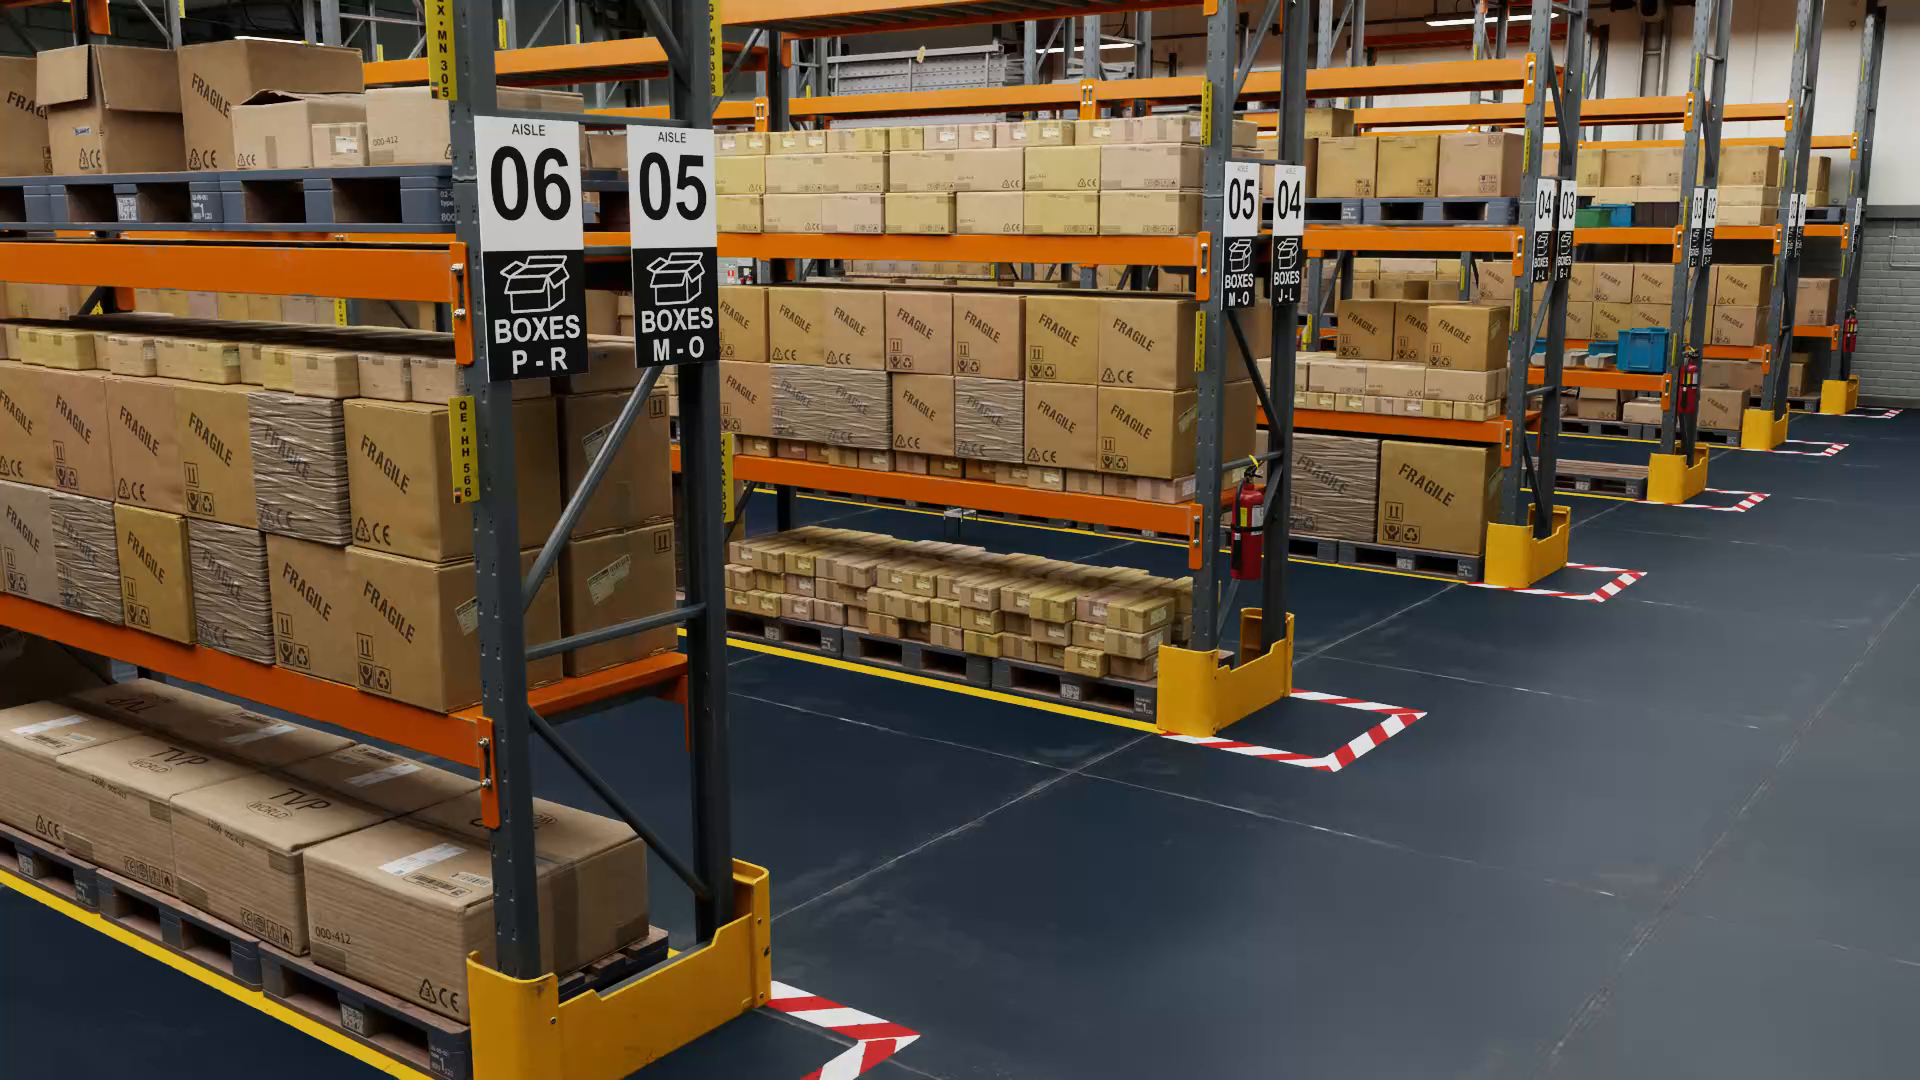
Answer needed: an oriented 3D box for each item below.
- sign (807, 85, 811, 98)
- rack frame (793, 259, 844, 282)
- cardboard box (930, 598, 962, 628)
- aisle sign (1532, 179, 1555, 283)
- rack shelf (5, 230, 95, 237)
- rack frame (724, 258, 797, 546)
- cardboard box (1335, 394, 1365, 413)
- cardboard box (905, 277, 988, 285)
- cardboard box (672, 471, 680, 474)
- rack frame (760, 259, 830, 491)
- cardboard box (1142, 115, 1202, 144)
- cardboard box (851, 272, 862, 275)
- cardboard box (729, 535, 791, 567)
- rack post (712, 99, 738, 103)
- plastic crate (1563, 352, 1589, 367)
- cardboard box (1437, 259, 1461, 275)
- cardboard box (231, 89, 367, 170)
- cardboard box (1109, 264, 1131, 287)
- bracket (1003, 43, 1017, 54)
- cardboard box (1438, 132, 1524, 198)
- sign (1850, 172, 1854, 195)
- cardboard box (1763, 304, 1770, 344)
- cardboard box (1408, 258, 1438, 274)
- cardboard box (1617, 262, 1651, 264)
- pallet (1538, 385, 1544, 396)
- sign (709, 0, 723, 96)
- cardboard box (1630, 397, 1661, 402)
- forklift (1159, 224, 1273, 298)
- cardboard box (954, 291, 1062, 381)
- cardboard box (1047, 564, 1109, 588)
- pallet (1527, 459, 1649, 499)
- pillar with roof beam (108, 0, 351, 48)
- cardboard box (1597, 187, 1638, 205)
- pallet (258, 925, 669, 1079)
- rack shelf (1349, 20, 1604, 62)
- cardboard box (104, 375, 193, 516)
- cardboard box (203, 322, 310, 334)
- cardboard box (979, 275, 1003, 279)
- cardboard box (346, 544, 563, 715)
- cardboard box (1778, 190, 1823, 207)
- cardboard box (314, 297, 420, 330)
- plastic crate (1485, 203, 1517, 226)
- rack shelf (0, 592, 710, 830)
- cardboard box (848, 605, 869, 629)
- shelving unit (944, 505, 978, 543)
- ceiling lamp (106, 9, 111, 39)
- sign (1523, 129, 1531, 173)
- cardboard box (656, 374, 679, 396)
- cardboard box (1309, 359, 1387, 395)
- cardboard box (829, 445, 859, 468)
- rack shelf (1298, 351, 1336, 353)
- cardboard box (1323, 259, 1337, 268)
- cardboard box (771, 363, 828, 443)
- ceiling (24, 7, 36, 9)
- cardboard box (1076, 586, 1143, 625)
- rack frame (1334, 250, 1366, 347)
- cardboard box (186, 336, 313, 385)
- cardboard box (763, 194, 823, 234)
[{"bbox_3d":[-2.688,-7.905,29.541,0.005,0.325,0.100,8,13,36],"label":"sign"},{"bbox_3d":[-2.066,-3.300,24.408,0.127,3.000,1.000,8,13,36],"label":"rack frame"},{"bbox_3d":[0.022,0.441,10.688,0.250,0.149,0.380,9,14,38],"label":"cardboard box"},{"bbox_3d":[4.555,-2.415,12.989,0.004,0.787,0.394,8,13,36],"label":"aisle sign"},{"bbox_3d":[-9.627,-3.138,17.568,4.000,0.370,1.077,8,13,36],"label":"rack shelf"},{"bbox_3d":[-1.567,-0.894,11.974,0.127,3.000,1.000,8,13,36],"label":"rack frame"},{"bbox_3d":[3.369,-1.173,14.078,0.250,0.149,0.380,8,13,34],"label":"cardboard box"},{"bbox_3d":[-0.126,-2.400,16.856,0.637,0.503,0.797,8,14,37],"label":"cardboard box"},{"bbox_3d":[-2.437,-0.424,13.046,0.500,0.250,0.500,8,14,37],"label":"cardboard box"},{"bbox_3d":[-1.773,-2.092,18.164,0.127,3.000,1.000,8,13,36],"label":"rack frame"},{"bbox_3d":[1.215,-2.277,9.254,0.250,0.149,0.380,8,13,35],"label":"cardboard box"},{"bbox_3d":[-1.751,-4.740,29.884,0.250,0.149,0.380,8,14,36],"label":"cardboard box"},{"bbox_3d":[-1.412,0.078,11.784,0.250,0.149,0.380,9,14,38],"label":"cardboard box"},{"bbox_3d":[-3.709,-6.445,25.069,0.954,0.300,0.937,8,13,34],"label":"rack post"},{"bbox_3d":[6.617,-1.949,17.965,0.243,0.136,0.396,8,13,36],"label":"plastic crate"},{"bbox_3d":[8.490,-4.677,28.454,0.500,0.250,0.500,8,13,34],"label":"cardboard box"},{"bbox_3d":[-2.368,-1.535,6.257,0.500,0.311,0.500,8,14,37],"label":"cardboard box"},{"bbox_3d":[3.234,-5.126,32.219,0.500,0.500,0.500,8,13,35],"label":"cardboard box"},{"bbox_3d":[1.106,-10.025,33.899,0.430,0.232,0.235,8,13,36],"label":"bracket"},{"bbox_3d":[4.224,-3.020,13.431,0.500,0.500,0.700,7,13,32],"label":"cardboard box"},{"bbox_3d":[13.138,-5.254,24.492,0.005,0.325,0.100,8,13,36],"label":"sign"},{"bbox_3d":[10.340,-2.848,21.809,0.500,0.500,0.500,8,14,37],"label":"cardboard box"},{"bbox_3d":[8.075,-4.733,28.746,0.500,0.250,0.500,8,14,36],"label":"cardboard box"},{"bbox_3d":[9.104,-3.510,22.601,0.500,0.500,0.500,8,13,35],"label":"cardboard box"},{"bbox_3d":[9.580,-2.623,28.253,1.213,0.211,1.003,8,13,36],"label":"pallet"},{"bbox_3d":[-0.858,-1.700,5.733,0.005,0.325,0.100,8,13,36],"label":"sign"},{"bbox_3d":[9.465,-1.791,22.693,0.500,0.250,0.500,8,13,36],"label":"cardboard box"},{"bbox_3d":[2.802,-2.003,17.888,1.130,2.935,3.031,-5,12,-22],"label":"forklift"},{"bbox_3d":[0.308,-1.258,10.175,0.500,0.500,0.500,9,14,38],"label":"cardboard box"},{"bbox_3d":[0.767,0.271,10.788,0.250,0.149,0.380,7,13,33],"label":"cardboard box"},{"bbox_3d":[6.965,-0.680,18.210,1.213,0.211,1.003,8,13,36],"label":"pallet"},{"bbox_3d":[-20.242,-10.304,44.821,0.548,9.000,9.100,8,13,36],"label":"pillar with roof beam"},{"bbox_3d":[8.766,-4.540,22.000,0.500,0.250,0.500,8,13,36],"label":"cardboard box"},{"bbox_3d":[-1.882,1.616,6.341,1.213,0.211,1.003,8,13,36],"label":"pallet"},{"bbox_3d":[8.634,-8.366,27.944,4.000,0.370,1.077,8,13,36],"label":"rack shelf"},{"bbox_3d":[-2.960,-0.400,6.525,0.500,0.500,0.500,8,13,35],"label":"cardboard box"},{"bbox_3d":[-2.986,-0.844,7.112,0.250,0.149,0.380,8,13,34],"label":"cardboard box"},{"bbox_3d":[0.523,-4.423,28.243,0.250,0.149,0.380,8,13,35],"label":"cardboard box"},{"bbox_3d":[-1.737,0.262,5.735,0.500,0.500,0.500,8,14,36],"label":"cardboard box"},{"bbox_3d":[12.723,-5.163,25.170,0.500,0.250,0.500,8,14,37],"label":"cardboard box"},{"bbox_3d":[-5.147,-1.936,14.462,0.500,0.500,0.700,8,13,35],"label":"cardboard box"},{"bbox_3d":[6.003,-3.661,18.693,0.530,0.282,0.437,8,13,36],"label":"plastic crate"},{"bbox_3d":[-2.803,0.453,6.904,4.000,0.370,1.077,8,13,36],"label":"rack shelf"},{"bbox_3d":[-0.546,0.485,11.244,0.250,0.149,0.380,7,13,33],"label":"cardboard box"},{"bbox_3d":[0.007,-0.441,15.160,0.210,0.900,0.258,8,13,36],"label":"shelving unit"},{"bbox_3d":[-22.351,-13.310,44.989,0.800,3.185,2.000,8,13,36],"label":"ceiling lamp"},{"bbox_3d":[4.342,-2.979,12.733,0.005,0.325,0.100,8,13,36],"label":"sign"},{"bbox_3d":[-2.004,-1.137,12.004,0.250,0.149,0.380,8,14,37],"label":"cardboard box"},{"bbox_3d":[3.308,-1.393,14.164,0.500,0.250,0.500,7,13,34],"label":"cardboard box"},{"bbox_3d":[-0.654,-0.579,11.008,0.250,0.149,0.380,8,14,37],"label":"cardboard box"},{"bbox_3d":[2.770,-2.272,20.990,4.000,0.370,1.077,8,13,36],"label":"rack shelf"},{"bbox_3d":[6.727,-4.984,29.987,0.250,0.149,0.380,6,12,28],"label":"cardboard box"},{"bbox_3d":[-0.914,-0.940,11.167,0.500,0.500,0.500,8,13,36],"label":"cardboard box"},{"bbox_3d":[-26.774,-14.955,45.168,6.000,0.001,6.000,8,13,36],"label":"ceiling"},{"bbox_3d":[0.912,0.399,10.122,0.250,0.149,0.380,8,14,37],"label":"cardboard box"},{"bbox_3d":[7.022,-4.367,29.924,0.127,3.000,1.000,8,13,36],"label":"rack frame"},{"bbox_3d":[-2.660,-0.678,6.255,0.250,0.149,0.380,8,14,37],"label":"cardboard box"},{"bbox_3d":[-0.941,-2.146,10.941,0.500,0.250,0.500,8,13,35],"label":"cardboard box"}]
